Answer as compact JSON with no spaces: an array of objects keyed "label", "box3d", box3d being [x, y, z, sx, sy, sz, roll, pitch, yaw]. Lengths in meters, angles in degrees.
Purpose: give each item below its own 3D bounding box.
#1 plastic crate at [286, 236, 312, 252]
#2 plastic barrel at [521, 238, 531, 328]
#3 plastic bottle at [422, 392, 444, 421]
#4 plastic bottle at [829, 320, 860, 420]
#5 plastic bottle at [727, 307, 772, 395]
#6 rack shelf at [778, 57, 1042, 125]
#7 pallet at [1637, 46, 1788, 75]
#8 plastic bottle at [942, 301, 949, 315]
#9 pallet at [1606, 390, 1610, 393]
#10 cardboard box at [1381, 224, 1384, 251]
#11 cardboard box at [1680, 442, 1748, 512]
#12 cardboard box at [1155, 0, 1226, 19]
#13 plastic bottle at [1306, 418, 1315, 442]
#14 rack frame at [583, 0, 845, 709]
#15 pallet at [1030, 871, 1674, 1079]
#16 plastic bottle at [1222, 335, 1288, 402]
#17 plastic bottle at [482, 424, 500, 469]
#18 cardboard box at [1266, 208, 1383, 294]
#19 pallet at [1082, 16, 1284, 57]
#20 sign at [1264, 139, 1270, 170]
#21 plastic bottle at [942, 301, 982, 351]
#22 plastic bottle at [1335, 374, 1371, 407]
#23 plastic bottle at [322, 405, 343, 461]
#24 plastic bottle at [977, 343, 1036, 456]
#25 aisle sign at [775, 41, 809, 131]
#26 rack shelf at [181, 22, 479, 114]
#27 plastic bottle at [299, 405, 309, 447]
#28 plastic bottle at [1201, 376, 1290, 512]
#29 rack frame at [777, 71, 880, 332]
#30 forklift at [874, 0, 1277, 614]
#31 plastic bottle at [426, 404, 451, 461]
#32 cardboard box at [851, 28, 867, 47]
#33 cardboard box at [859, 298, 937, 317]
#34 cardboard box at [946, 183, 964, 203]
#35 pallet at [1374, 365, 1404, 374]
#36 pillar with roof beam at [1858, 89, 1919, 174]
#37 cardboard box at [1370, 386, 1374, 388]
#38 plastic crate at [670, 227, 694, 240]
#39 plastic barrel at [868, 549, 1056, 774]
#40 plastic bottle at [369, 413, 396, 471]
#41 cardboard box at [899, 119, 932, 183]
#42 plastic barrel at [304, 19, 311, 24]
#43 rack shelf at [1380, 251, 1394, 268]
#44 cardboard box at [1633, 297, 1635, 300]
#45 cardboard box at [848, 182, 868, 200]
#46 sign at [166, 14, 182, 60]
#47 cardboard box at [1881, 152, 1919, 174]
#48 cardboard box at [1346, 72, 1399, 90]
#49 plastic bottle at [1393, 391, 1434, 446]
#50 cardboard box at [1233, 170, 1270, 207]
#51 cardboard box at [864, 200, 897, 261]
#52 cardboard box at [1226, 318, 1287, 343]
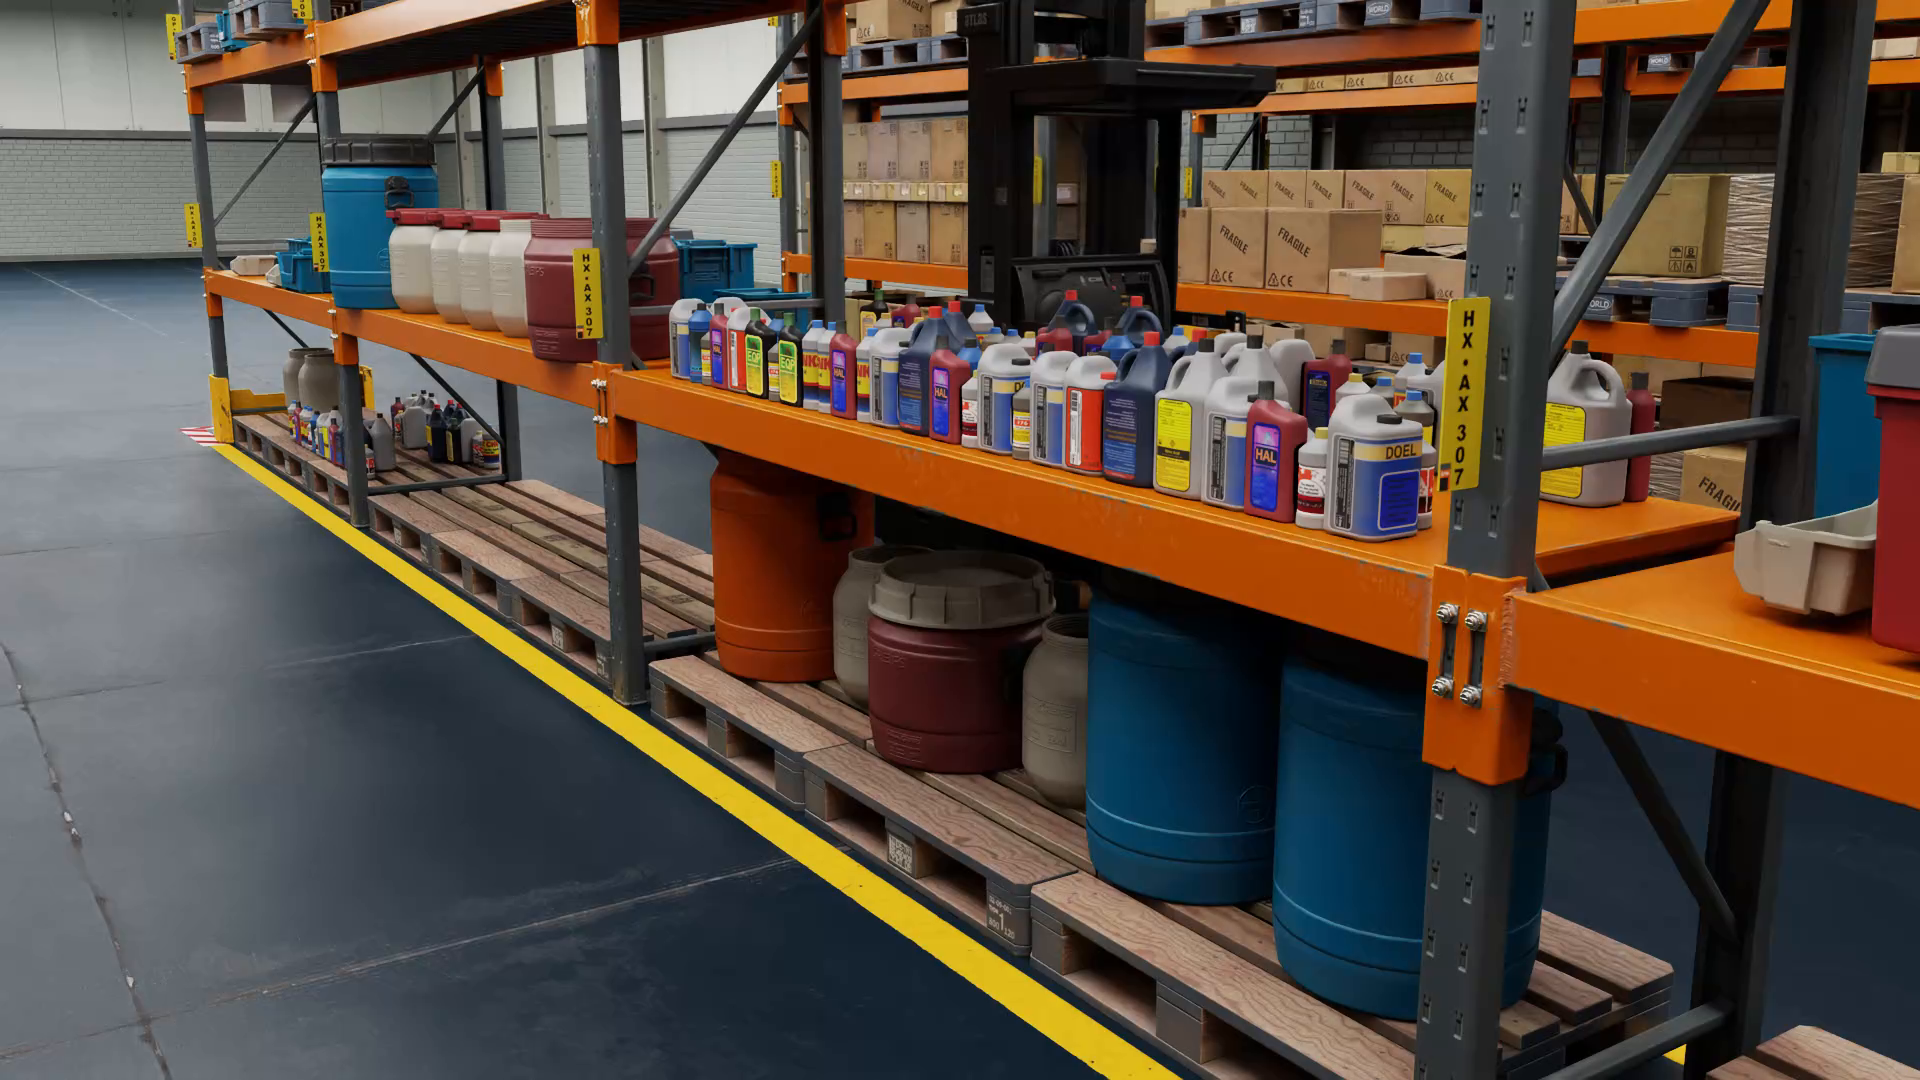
[{"label":"plastic crate","box3d":[-4.810,-2.183,12.671,0.499,0.251,0.616,-8,15,-33]},{"label":"plastic barrel","box3d":[-1.652,-1.099,7.103,0.421,0.512,0.421,0,12,0]},{"label":"plastic bottle","box3d":[-3.563,-0.821,11.263,0.144,0.351,0.185,-8,15,-33]},{"label":"plastic bottle","box3d":[-0.332,-0.503,4.915,0.061,0.283,0.133,-8,15,-33]},{"label":"plastic bottle","box3d":[-0.677,-0.628,5.504,0.152,0.276,0.135,-8,15,-33]},{"label":"rack shelf","box3d":[-0.103,-3.653,13.708,1.077,0.370,4.000,-8,15,-33]},{"label":"pallet","box3d":[5.957,-3.838,13.307,1.213,0.211,1.003,-8,15,-33]},{"label":"plastic bottle","box3d":[-0.041,-0.704,5.860,0.097,0.271,0.097,0,12,0]},{"label":"pallet","box3d":[5.559,-1.270,14.675,1.003,0.211,1.213,-8,15,-33]},{"label":"cardboard box","box3d":[4.051,-2.933,16.055,0.500,0.250,0.500,-8,15,-33]},{"label":"cardboard box","box3d":[3.804,-0.169,7.934,0.500,0.500,0.500,-8,15,-34]},{"label":"cardboard box","box3d":[1.645,-3.573,11.024,0.500,0.250,0.500,-10,16,-38]},{"label":"plastic bottle","box3d":[0.714,-0.158,3.529,0.097,0.201,0.097,0,12,0]},{"label":"rack frame","box3d":[-0.904,-0.886,6.394,1.000,3.000,0.127,-8,15,-33]},{"label":"pallet","box3d":[0.919,1.045,4.089,1.003,0.211,1.213,-8,15,-33]},{"label":"plastic bottle","box3d":[0.650,-0.293,3.795,0.144,0.351,0.185,-8,15,-33]},{"label":"plastic bottle","box3d":[-2.932,-0.588,10.388,0.097,0.271,0.097,0,12,0]},{"label":"cardboard box","box3d":[2.278,-1.817,10.417,0.500,0.500,0.500,-9,15,-36]},{"label":"pallet","box3d":[1.505,-3.400,11.315,0.805,0.209,1.217,-9,15,-35]},{"label":"sign","box3d":[3.384,-4.264,18.389,0.100,0.325,0.005,-8,15,-33]},{"label":"plastic bottle","box3d":[-0.028,-0.514,4.804,0.144,0.351,0.185,-8,15,-33]},{"label":"plastic bottle","box3d":[1.020,-0.329,4.310,0.097,0.201,0.097,0,12,0]},{"label":"plastic bottle","box3d":[-4.003,-0.691,10.670,0.144,0.351,0.185,-8,15,-33]},{"label":"plastic bottle","box3d":[0.139,-0.366,4.305,0.152,0.276,0.135,-8,15,-33]},{"label":"aisle sign","box3d":[-1.503,-4.140,15.188,0.394,0.787,0.004,-8,15,-33]},{"label":"rack shelf","box3d":[-4.229,-3.067,11.030,1.077,0.370,4.000,-8,15,-33]},{"label":"plastic bottle","box3d":[-4.402,-0.771,11.223,0.097,0.271,0.097,0,12,0]},{"label":"plastic bottle","box3d":[0.622,-0.211,3.597,0.152,0.276,0.135,-8,15,-33]},{"label":"rack frame","box3d":[-1.211,-2.895,15.578,1.000,3.000,0.127,-8,15,-33]},{"label":"forklift","box3d":[0.782,-1.199,7.982,1.130,2.935,3.031,-9,15,-35]},{"label":"plastic bottle","box3d":[-3.342,-0.694,10.686,0.144,0.351,0.185,-8,15,-33]},{"label":"cardboard box","box3d":[-0.706,-4.281,14.173,0.380,0.149,0.250,-8,15,-33]},{"label":"cardboard box","box3d":[-0.533,-1.825,14.385,0.500,0.500,0.500,-8,15,-33]},{"label":"cardboard box","box3d":[0.114,-2.753,13.179,0.380,0.149,0.250,-8,15,-33]},{"label":"pallet","box3d":[4.725,-1.524,15.834,1.003,0.211,1.213,-8,15,-33]},{"label":"pillar with roof beam","box3d":[3.759,-4.814,10.311,9.100,9.000,0.400,-8,15,-33]},{"label":"cardboard box","box3d":[2.433,-0.764,9.973,0.500,0.311,0.500,-8,15,-34]},{"label":"plastic crate","box3d":[-1.545,-1.241,7.867,0.402,0.464,0.583,-8,15,-33]},{"label":"plastic barrel","box3d":[0.006,0.372,5.300,0.600,0.588,0.708,-8,15,-33]},{"label":"plastic bottle","box3d":[-3.597,-0.616,10.329,0.144,0.351,0.185,-8,15,-33]},{"label":"cardboard box","box3d":[-0.080,-3.212,13.758,0.700,0.500,0.500,-8,15,-33]},{"label":"plastic barrel","box3d":[-4.599,-3.884,11.656,0.600,0.588,0.600,0,12,0]},{"label":"rack shelf","box3d":[4.019,-2.775,16.713,1.077,0.370,4.000,-8,15,-33]},{"label":"cardboard box","box3d":[5.795,-1.924,14.203,0.500,0.250,0.500,-8,15,-34]},{"label":"cardboard box","box3d":[-0.749,-3.029,14.439,0.380,0.149,0.250,-8,15,-34]},{"label":"sign","box3d":[-5.797,-3.715,12.285,0.100,0.325,0.005,-8,15,-33]},{"label":"cardboard box","box3d":[6.936,-2.753,12.147,0.380,0.149,0.250,-11,17,-42]},{"label":"cardboard box","box3d":[4.033,-4.541,15.801,0.500,0.500,0.500,-9,15,-35]},{"label":"plastic bottle","box3d":[1.076,-0.252,3.960,0.097,0.201,0.097,0,12,0]},{"label":"cardboard box","box3d":[3.190,-3.575,17.238,0.500,0.500,0.500,-8,15,-33]},{"label":"cardboard box","box3d":[-0.398,-2.677,14.349,0.700,0.500,0.500,-8,15,-32]},{"label":"cardboard box","box3d":[3.219,-2.250,17.891,0.500,0.311,0.500,-10,16,-39]}]
